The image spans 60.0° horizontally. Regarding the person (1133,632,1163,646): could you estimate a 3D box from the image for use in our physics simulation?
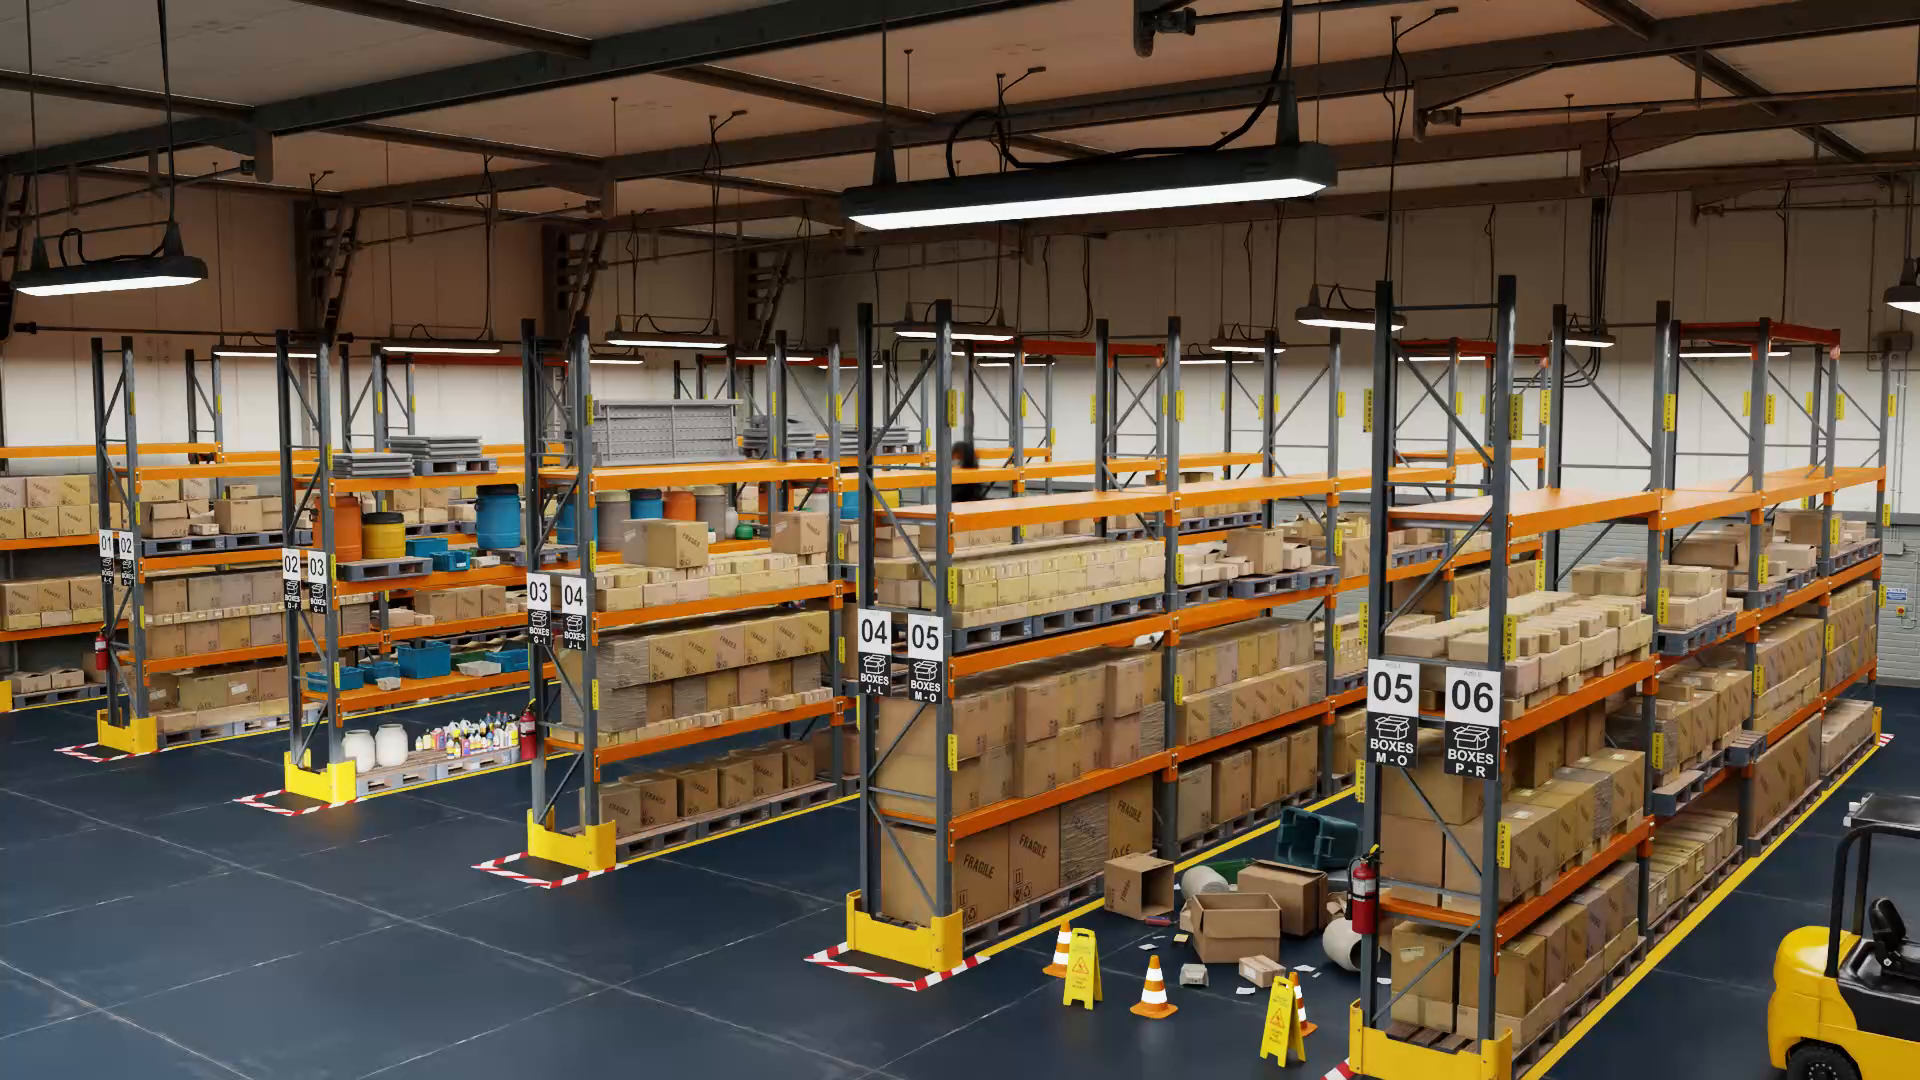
[{"bbox_3d":[2.794,1.914,24.806,0.613,1.648,0.633,3,6,34],"label":"person"}]

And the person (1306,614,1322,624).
[{"bbox_3d":[5.521,2.026,26.126,0.673,1.746,0.521,5,7,44],"label":"person"}]
